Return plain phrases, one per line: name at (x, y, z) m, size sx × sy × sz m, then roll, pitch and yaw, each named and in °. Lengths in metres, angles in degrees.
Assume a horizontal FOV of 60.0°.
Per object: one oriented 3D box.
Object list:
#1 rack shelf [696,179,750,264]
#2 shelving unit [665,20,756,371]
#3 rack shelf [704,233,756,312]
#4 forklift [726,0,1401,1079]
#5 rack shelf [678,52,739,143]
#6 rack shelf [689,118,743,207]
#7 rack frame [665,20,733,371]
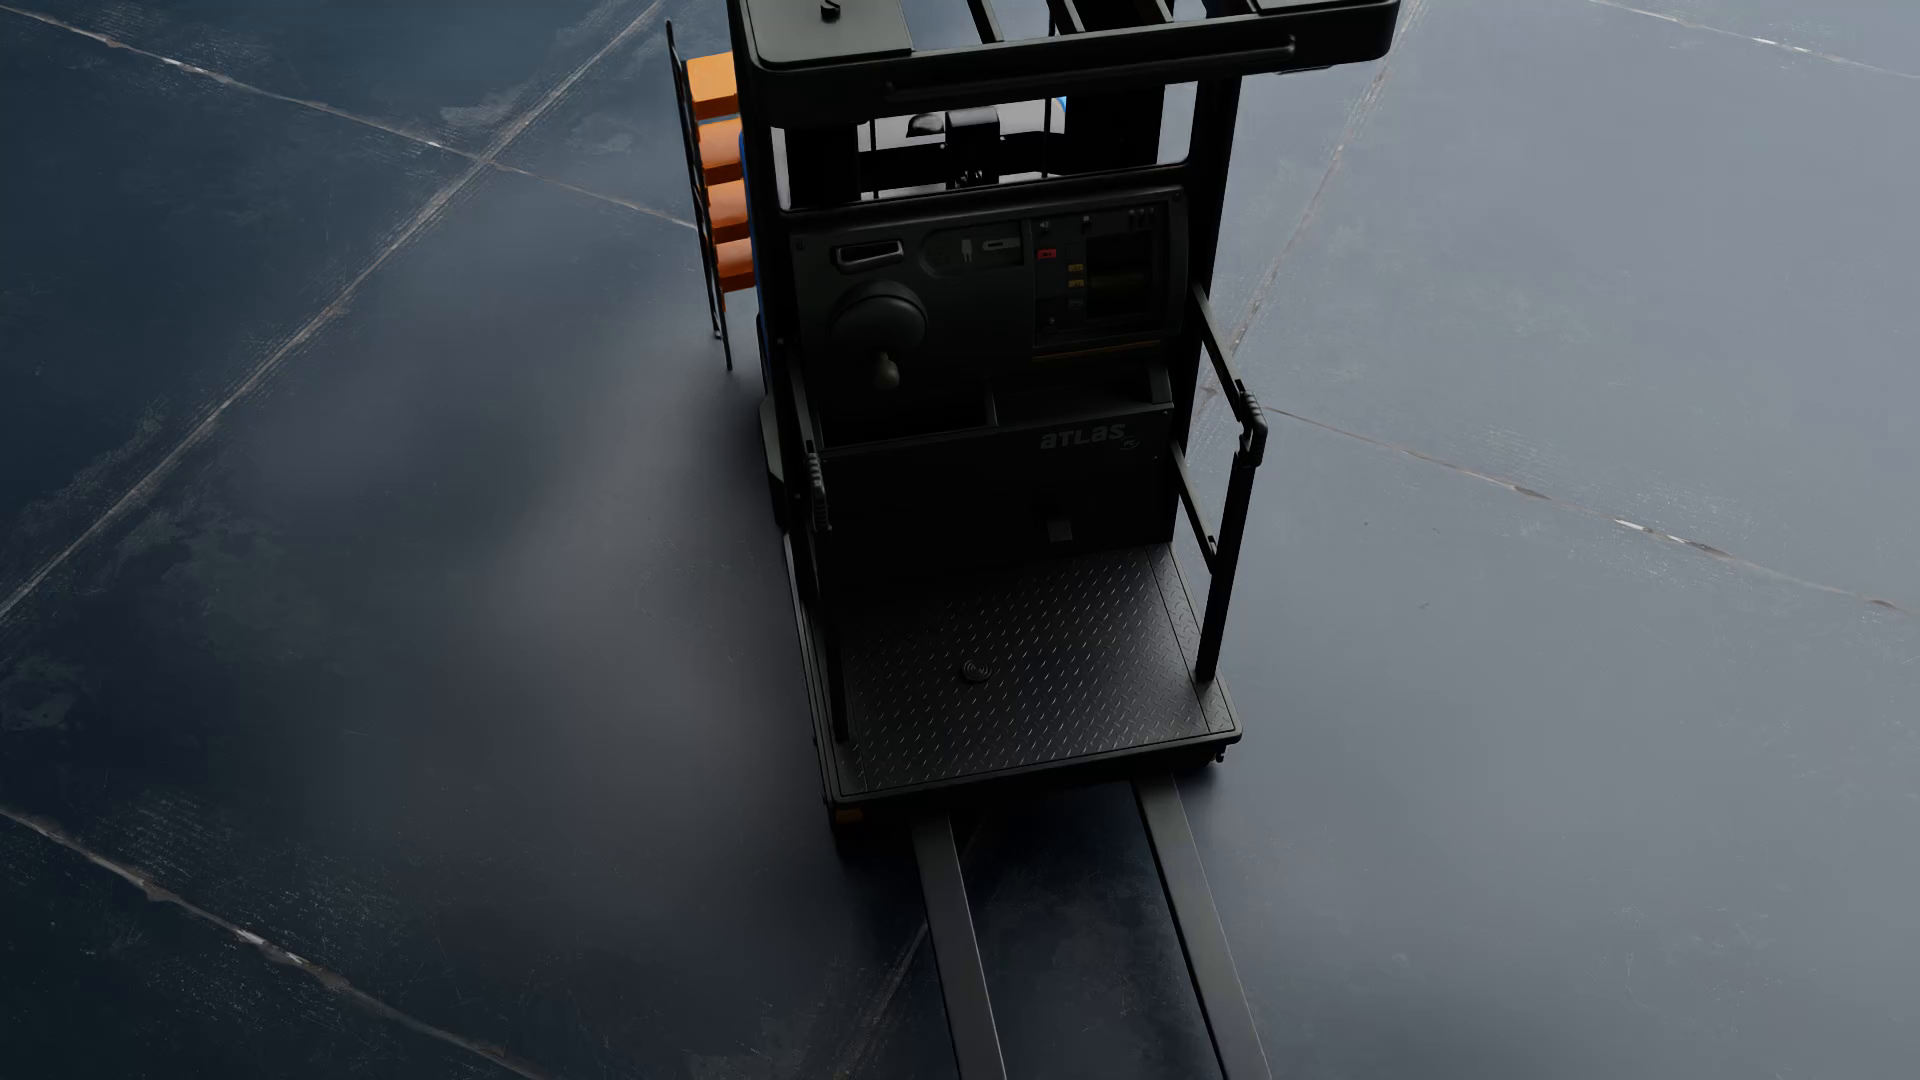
rack shelf at (-0.603, -1.088, 5.468) m, size 0.480 × 0.148 × 0.258 m, roll -14°, pitch 49°, yaw -12°
shelving unit at (-0.604, -1.133, 5.419) m, size 0.503 × 1.200 × 0.258 m, roll -14°, pitch 49°, yaw -12°
rack shelf at (-0.600, -0.953, 5.614) m, size 0.480 × 0.148 × 0.258 m, roll -14°, pitch 49°, yaw -12°
forklift at (0.121, -0.484, 3.738) m, size 1.130 × 2.935 × 3.031 m, roll -9°, pitch 50°, yaw -7°
rack shelf at (-0.609, -1.400, 5.131) m, size 0.480 × 0.148 × 0.258 m, roll -14°, pitch 49°, yaw -12°
rack shelf at (-0.606, -1.240, 5.304) m, size 0.480 × 0.148 × 0.258 m, roll -14°, pitch 49°, yaw -12°
rack frame at (-0.836, -1.075, 5.369) m, size 0.015 × 1.200 × 0.240 m, roll -14°, pitch 49°, yaw -12°
